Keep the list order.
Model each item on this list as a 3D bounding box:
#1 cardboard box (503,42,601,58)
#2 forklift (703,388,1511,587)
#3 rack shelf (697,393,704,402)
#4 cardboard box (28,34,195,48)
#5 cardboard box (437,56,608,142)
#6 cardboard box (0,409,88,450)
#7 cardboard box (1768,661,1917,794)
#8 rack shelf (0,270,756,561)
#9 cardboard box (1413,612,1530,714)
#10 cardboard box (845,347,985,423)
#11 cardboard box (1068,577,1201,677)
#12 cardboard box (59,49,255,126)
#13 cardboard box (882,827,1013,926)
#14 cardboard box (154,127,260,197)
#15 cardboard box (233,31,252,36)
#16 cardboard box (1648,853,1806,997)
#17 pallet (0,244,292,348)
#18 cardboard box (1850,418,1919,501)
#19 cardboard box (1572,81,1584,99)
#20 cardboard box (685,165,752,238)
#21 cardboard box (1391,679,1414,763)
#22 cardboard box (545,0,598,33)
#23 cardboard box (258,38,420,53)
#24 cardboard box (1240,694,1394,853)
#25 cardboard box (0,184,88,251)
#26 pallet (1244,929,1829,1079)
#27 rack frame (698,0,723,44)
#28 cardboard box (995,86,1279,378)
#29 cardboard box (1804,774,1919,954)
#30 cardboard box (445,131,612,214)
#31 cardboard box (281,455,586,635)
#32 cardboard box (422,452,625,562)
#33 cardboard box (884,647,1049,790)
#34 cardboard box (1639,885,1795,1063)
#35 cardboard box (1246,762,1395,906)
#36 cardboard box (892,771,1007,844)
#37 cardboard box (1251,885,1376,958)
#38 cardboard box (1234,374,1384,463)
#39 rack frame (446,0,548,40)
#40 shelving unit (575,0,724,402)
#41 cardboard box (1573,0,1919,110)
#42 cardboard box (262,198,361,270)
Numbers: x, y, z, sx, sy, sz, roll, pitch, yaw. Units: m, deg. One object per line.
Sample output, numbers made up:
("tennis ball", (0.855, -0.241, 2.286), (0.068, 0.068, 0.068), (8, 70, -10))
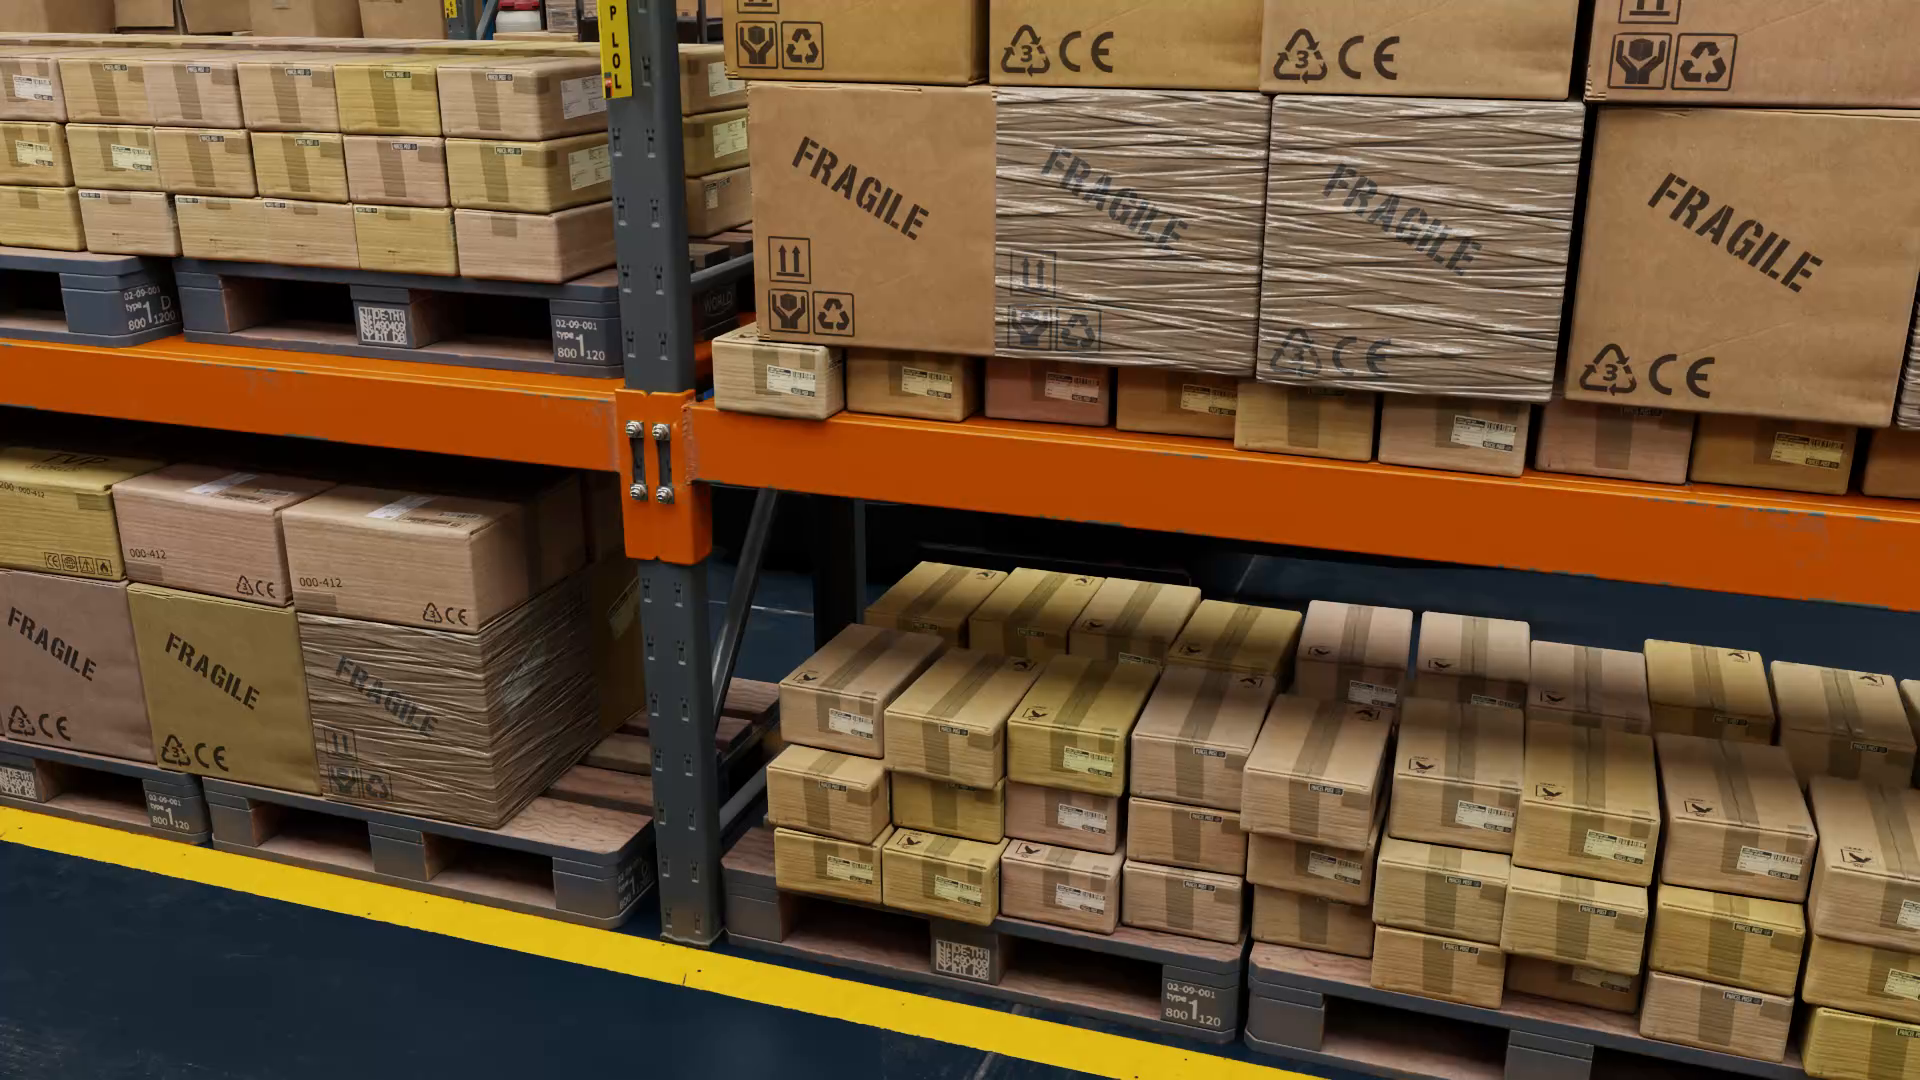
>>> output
("cardboard box", (-0.963, -1.202, 4.308), (0.250, 0.149, 0.380), (7, 20, 20))
("forklift", (0.605, -1.296, 5.938), (3.031, 2.867, 1.129), (5, 20, 15))
("rack shelf", (-1.110, -0.418, 6.754), (0.480, 0.518, 0.431), (5, 20, 15))
("cardboard box", (-2.421, -1.370, 4.789), (0.250, 0.149, 0.380), (8, 21, 21))
("cardboard box", (-0.920, -0.971, 3.645), (0.250, 0.149, 0.380), (8, 21, 21))
("cardboard box", (-2.741, -0.170, 4.527), (0.500, 0.250, 0.500), (7, 20, 18))
("cardboard box", (1.902, 0.415, 3.616), (0.250, 0.149, 0.380), (7, 21, 20))
("rack shelf", (-2.366, -0.504, 4.559), (4.000, 0.370, 1.077), (7, 20, 18))
("cardboard box", (1.201, 0.315, 3.906), (0.250, 0.149, 0.380), (6, 20, 16))
("cardboard box", (-0.048, -0.372, 3.468), (0.250, 0.149, 0.380), (7, 20, 20))
("cardboard box", (0.437, 0.236, 4.130), (0.250, 0.149, 0.380), (6, 20, 18))
("cardboard box", (-1.896, -1.084, 3.970), (0.250, 0.149, 0.380), (6, 20, 16))
("cardboard box", (0.013, 0.688, 3.739), (0.250, 0.149, 0.380), (7, 20, 20))
("cardboard box", (-1.660, -0.914, 3.932), (0.250, 0.149, 0.380), (6, 20, 16))
("cardboard box", (-4.039, -2.971, 10.133), (0.500, 0.250, 0.500), (6, 20, 17))
("cardboard box", (1.489, 0.702, 3.246), (0.250, 0.149, 0.380), (8, 21, 21))
("pallet", (-2.372, -0.768, 4.515), (1.213, 0.211, 1.003), (7, 20, 18))
("cardboard box", (1.713, -0.191, 2.949), (0.250, 0.149, 0.380), (6, 20, 16))
("cardboard box", (1.033, -0.741, 3.540), (0.500, 0.500, 0.500), (6, 20, 18))
("cardboard box", (-0.698, -0.893, 4.325), (0.250, 0.149, 0.380), (6, 20, 15))
("cardboard box", (1.142, 0.478, 3.890), (0.250, 0.149, 0.380), (6, 20, 15))
("cardboard box", (-1.846, -3.028, 9.030), (0.637, 0.503, 0.797), (7, 20, 20))
("cardboard box", (-1.681, -1.286, 4.548), (0.250, 0.149, 0.380), (6, 20, 18))
("cardboard box", (0.744, 0.475, 3.446), (0.250, 0.149, 0.380), (7, 20, 19))
("cardboard box", (-2.148, -0.829, 4.140), (0.250, 0.149, 0.380), (7, 21, 20))
("pallet", (1.326, 0.882, 3.726), (1.213, 0.211, 1.003), (7, 20, 18))
("rack frame", (-0.876, -1.070, 6.455), (0.015, 2.100, 0.400), (5, 20, 15))
("cardboard box", (0.378, -0.633, 3.230), (0.500, 0.500, 0.500), (7, 20, 18))
("cardboard box", (1.718, 0.600, 3.088), (0.250, 0.149, 0.380), (7, 21, 20))
("cardboard box", (-0.917, -0.830, 3.691), (0.250, 0.149, 0.380), (7, 20, 20))
("cardboard box", (-1.263, -0.002, 4.045), (0.500, 0.250, 0.500), (6, 20, 17))
("cardboard box", (-1.088, -0.162, 4.504), (0.500, 0.250, 0.500), (6, 20, 16))
("cardboard box", (0.022, 0.389, 3.693), (0.250, 0.149, 0.380), (8, 21, 21))
("cardboard box", (1.488, 0.842, 3.297), (0.250, 0.149, 0.380), (7, 20, 19))
("cardboard box", (0.778, 0.600, 3.540), (0.250, 0.149, 0.380), (8, 21, 21))
("cardboard box", (0.029, 0.518, 3.776), (0.250, 0.149, 0.380), (7, 20, 18))
("cardboard box", (0.787, 0.729, 3.622), (0.250, 0.149, 0.380), (6, 20, 16))
("cardboard box", (0.693, -0.281, 3.207), (0.250, 0.149, 0.380), (7, 20, 19))
("rack frame", (-2.532, -2.591, 9.453), (0.127, 3.000, 1.000), (7, 20, 18))
("shelving unit", (-1.110, -1.092, 6.519), (0.503, 2.100, 0.431), (5, 20, 15))
("cardboard box", (1.315, -0.992, 2.742), (0.500, 0.500, 0.500), (6, 20, 16))
("cardboard box", (-1.397, -0.744, 3.898), (0.250, 0.149, 0.380), (6, 20, 18))
